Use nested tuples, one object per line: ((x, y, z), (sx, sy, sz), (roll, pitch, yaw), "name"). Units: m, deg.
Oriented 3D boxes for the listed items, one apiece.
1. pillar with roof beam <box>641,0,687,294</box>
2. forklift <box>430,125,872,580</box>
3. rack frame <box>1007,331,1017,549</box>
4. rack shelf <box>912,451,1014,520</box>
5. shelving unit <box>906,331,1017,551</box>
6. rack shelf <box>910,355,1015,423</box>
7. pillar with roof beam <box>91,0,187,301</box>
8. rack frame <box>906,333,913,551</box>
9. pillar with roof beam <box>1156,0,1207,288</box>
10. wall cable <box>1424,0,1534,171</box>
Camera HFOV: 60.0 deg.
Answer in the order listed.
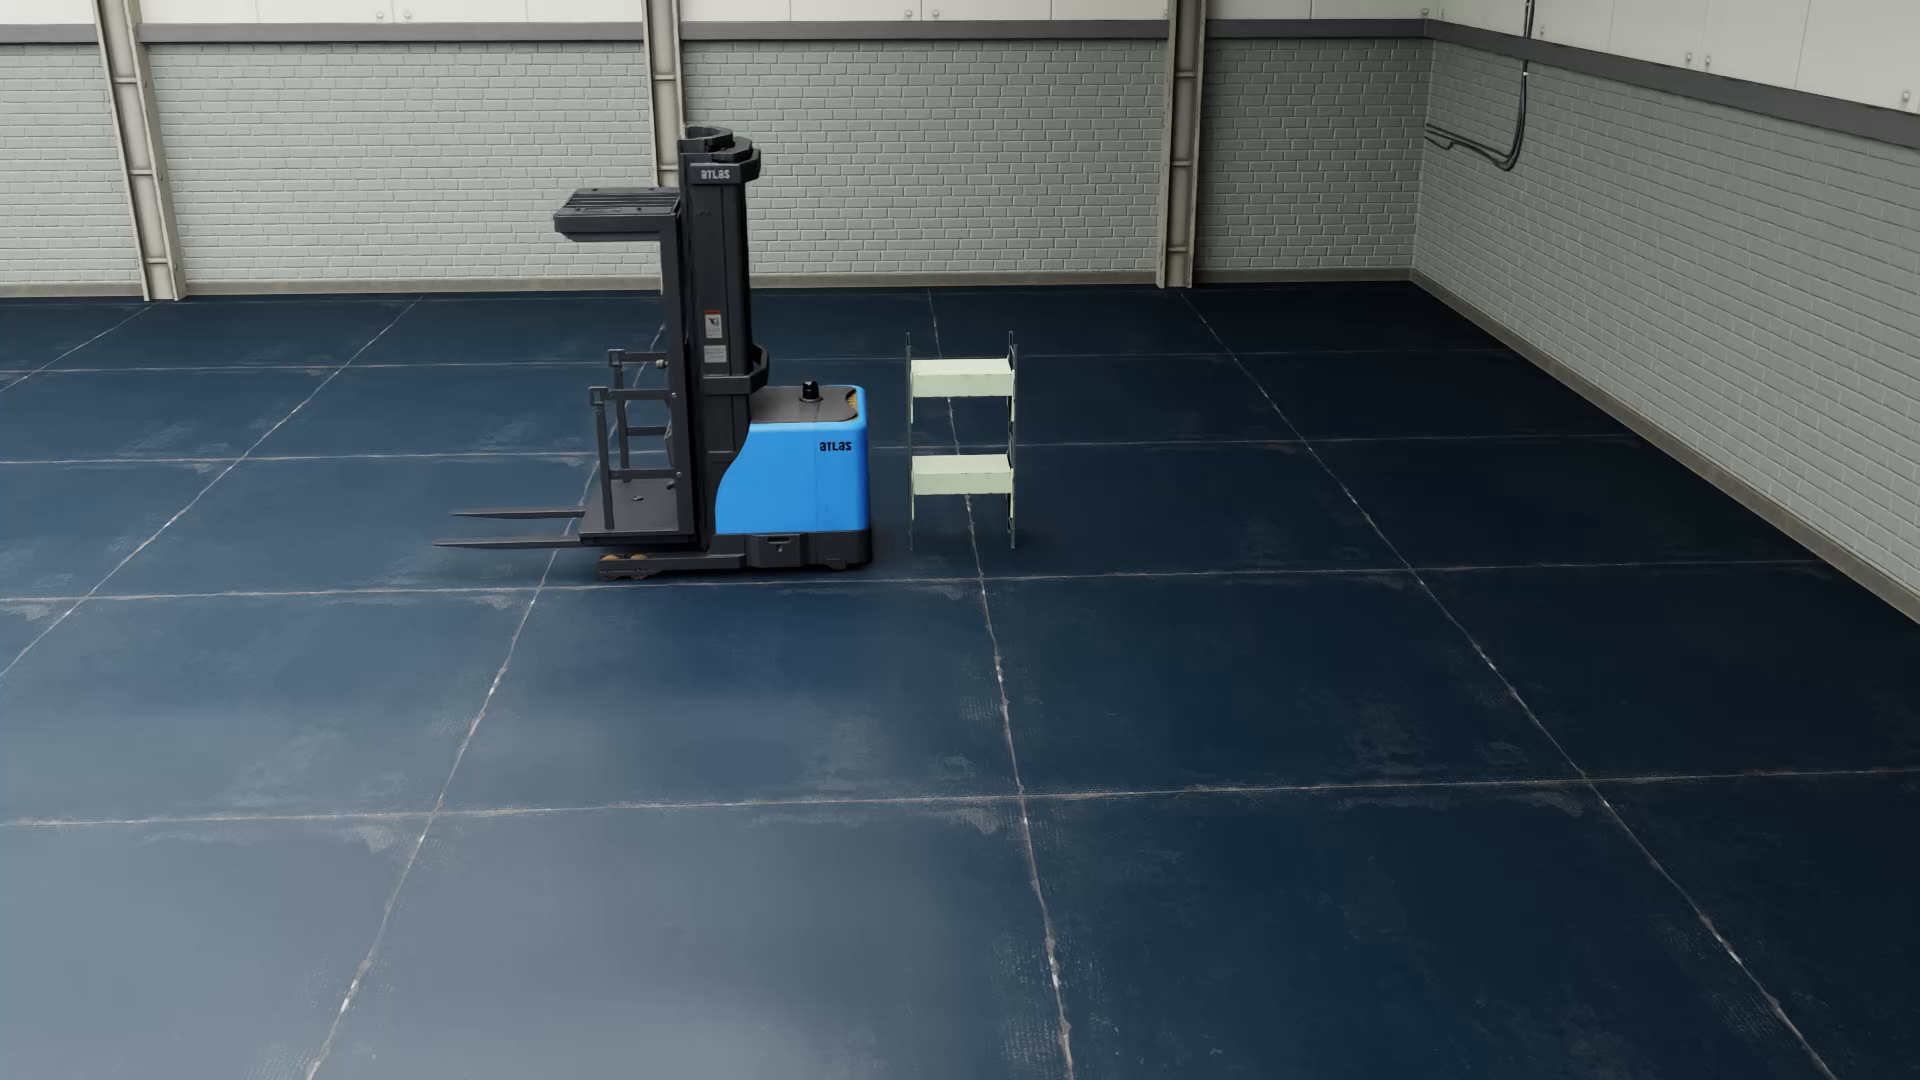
((-3.136, -5.661, 14.343), (0.400, 9.000, 9.100), (-1, 21, -3), "pillar with roof beam")
((-2.153, -1.291, 11.391), (3.031, 2.935, 1.130), (-1, 21, -4), "forklift")
((0.372, -0.708, 11.874), (0.023, 1.500, 0.400), (-1, 21, -3), "rack frame")
((0.007, -0.396, 11.970), (0.720, 0.370, 0.431), (-1, 21, -3), "rack shelf")
((0.007, -0.701, 11.854), (0.755, 1.500, 0.431), (-1, 21, -3), "shelving unit")
((0.007, -1.066, 11.716), (0.720, 0.370, 0.431), (-1, 21, -3), "rack shelf")
((-9.126, -5.539, 14.023), (0.400, 9.000, 9.100), (-1, 21, -3), "pillar with roof beam")
((-0.359, -0.694, 11.835), (0.023, 1.500, 0.400), (-1, 21, -3), "rack frame")
((2.854, -5.783, 14.663), (0.400, 9.000, 9.100), (-1, 21, -3), "pillar with roof beam")
((5.625, -5.451, 18.155), (0.112, 2.526, 3.097), (-1, 21, -3), "wall cable")
